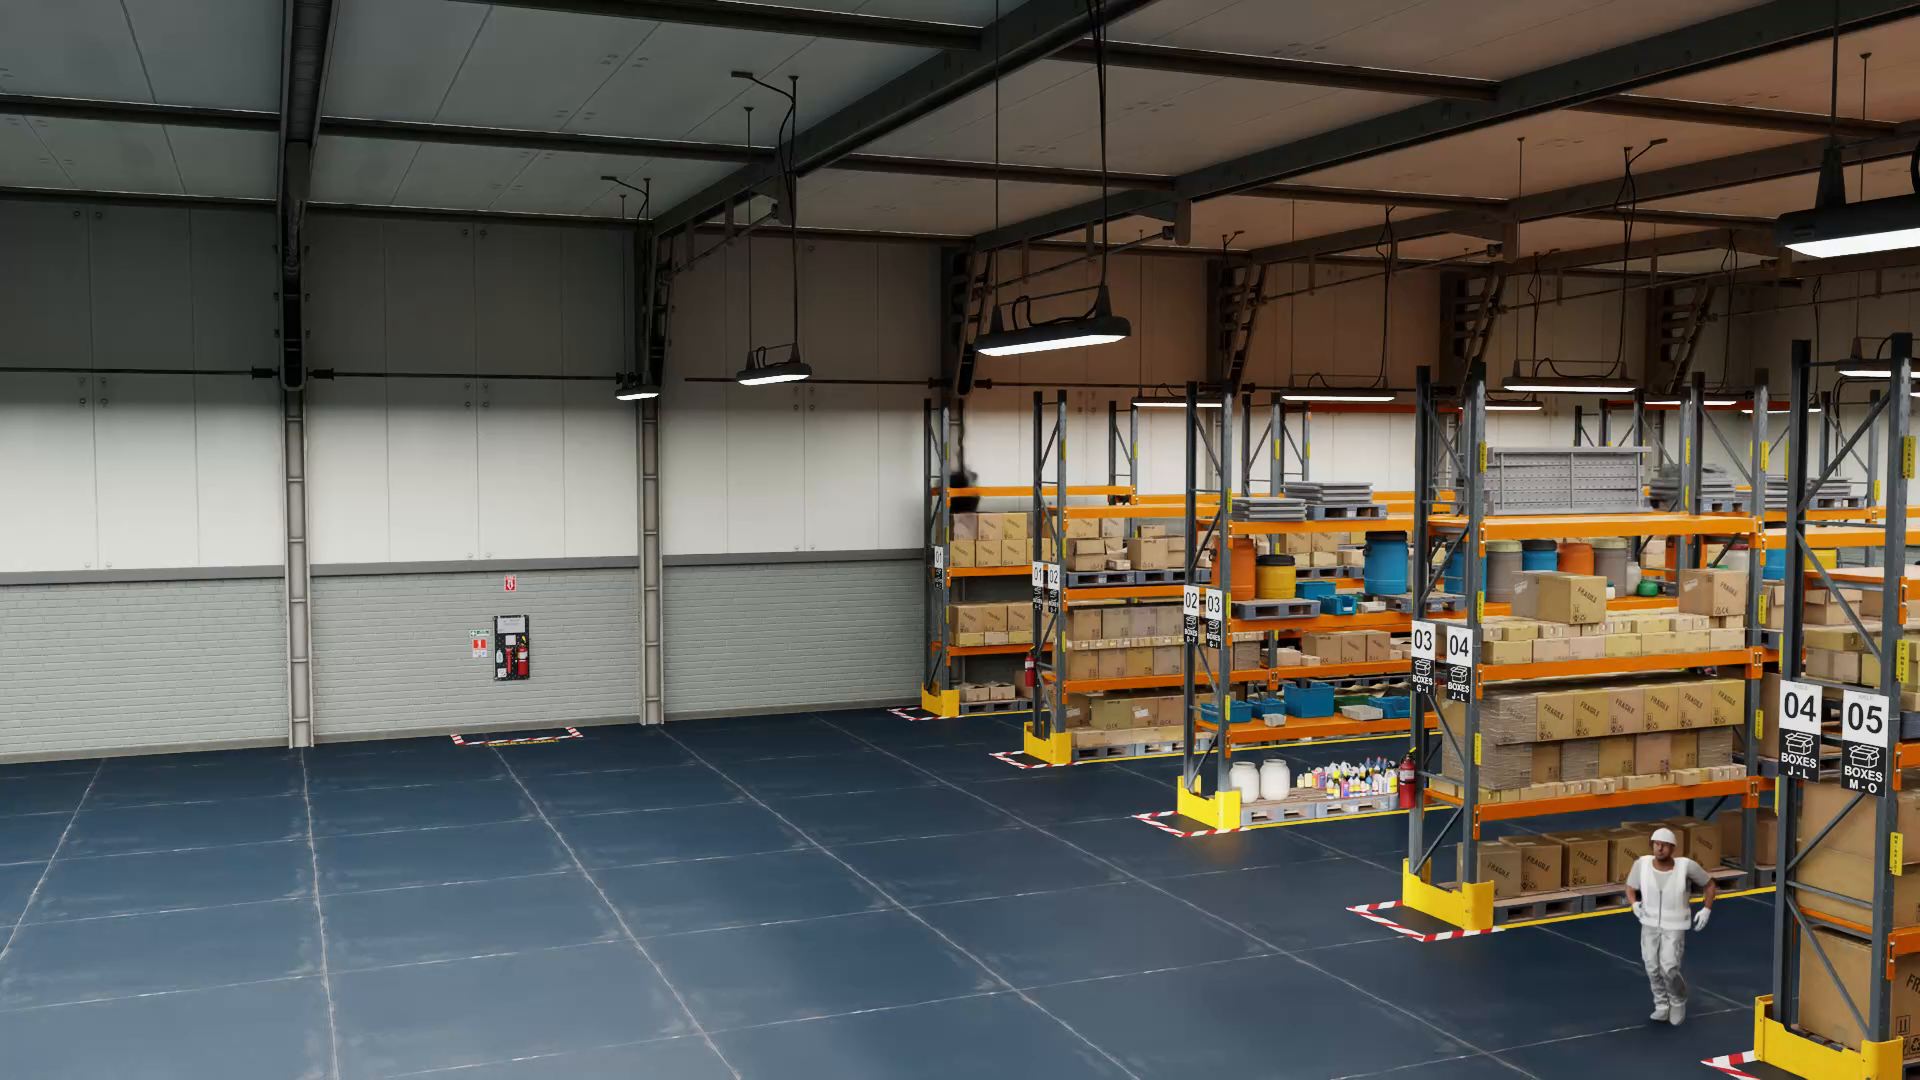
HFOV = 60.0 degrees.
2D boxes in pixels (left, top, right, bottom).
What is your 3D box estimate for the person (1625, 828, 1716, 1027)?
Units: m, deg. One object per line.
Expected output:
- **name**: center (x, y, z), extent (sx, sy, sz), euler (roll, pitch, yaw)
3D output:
- **person**: center (6.206, 3.423, 14.645), extent (0.704, 1.768, 0.655), euler (3, 4, 38)
